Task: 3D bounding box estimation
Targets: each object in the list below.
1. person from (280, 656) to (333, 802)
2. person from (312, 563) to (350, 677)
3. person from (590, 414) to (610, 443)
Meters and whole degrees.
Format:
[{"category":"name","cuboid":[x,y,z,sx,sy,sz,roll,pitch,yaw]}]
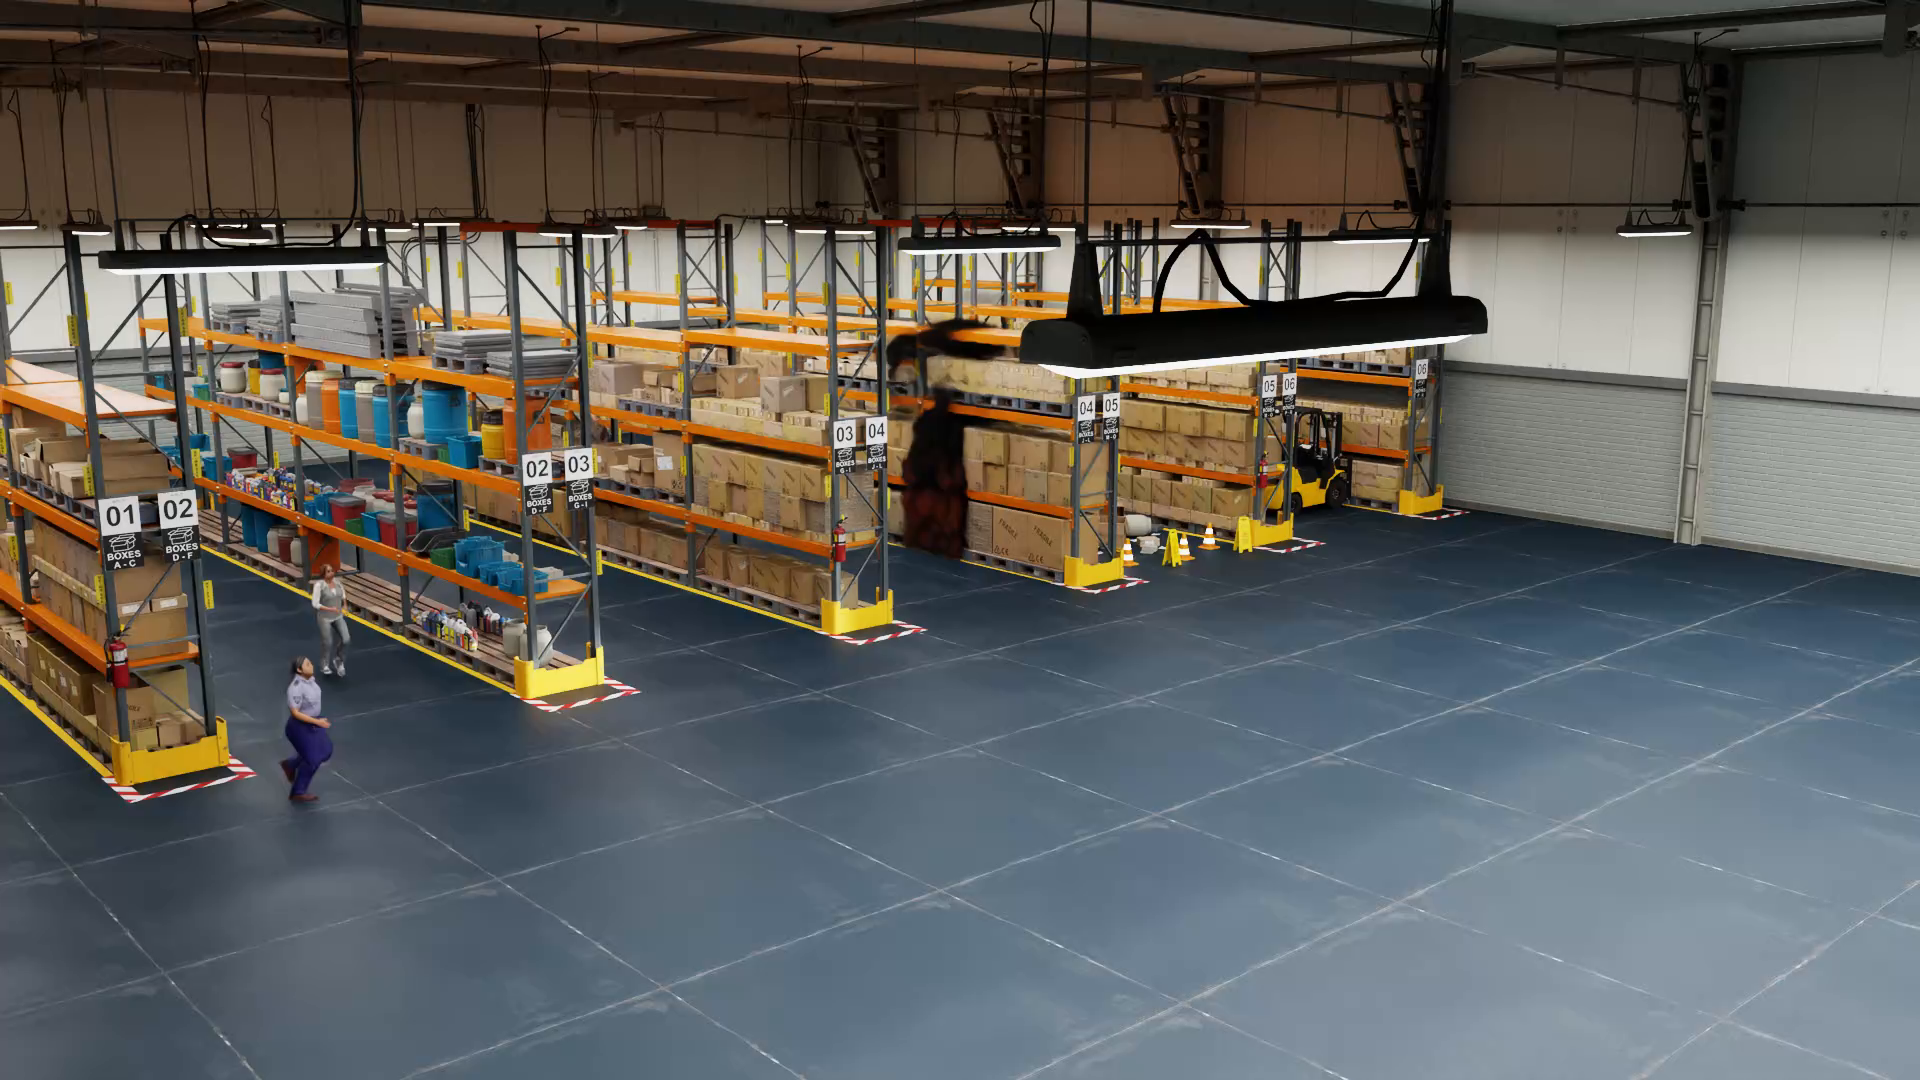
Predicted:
[{"category":"person","cuboid":[-7.048,2.016,17.896,0.616,1.611,0.631,-1,11,-4]},{"category":"person","cuboid":[-8.469,1.091,22.466,0.652,1.600,0.565,10,15,40]},{"category":"person","cuboid":[-8.104,-1.962,37.147,0.703,1.733,0.628,-9,14,-38]}]
